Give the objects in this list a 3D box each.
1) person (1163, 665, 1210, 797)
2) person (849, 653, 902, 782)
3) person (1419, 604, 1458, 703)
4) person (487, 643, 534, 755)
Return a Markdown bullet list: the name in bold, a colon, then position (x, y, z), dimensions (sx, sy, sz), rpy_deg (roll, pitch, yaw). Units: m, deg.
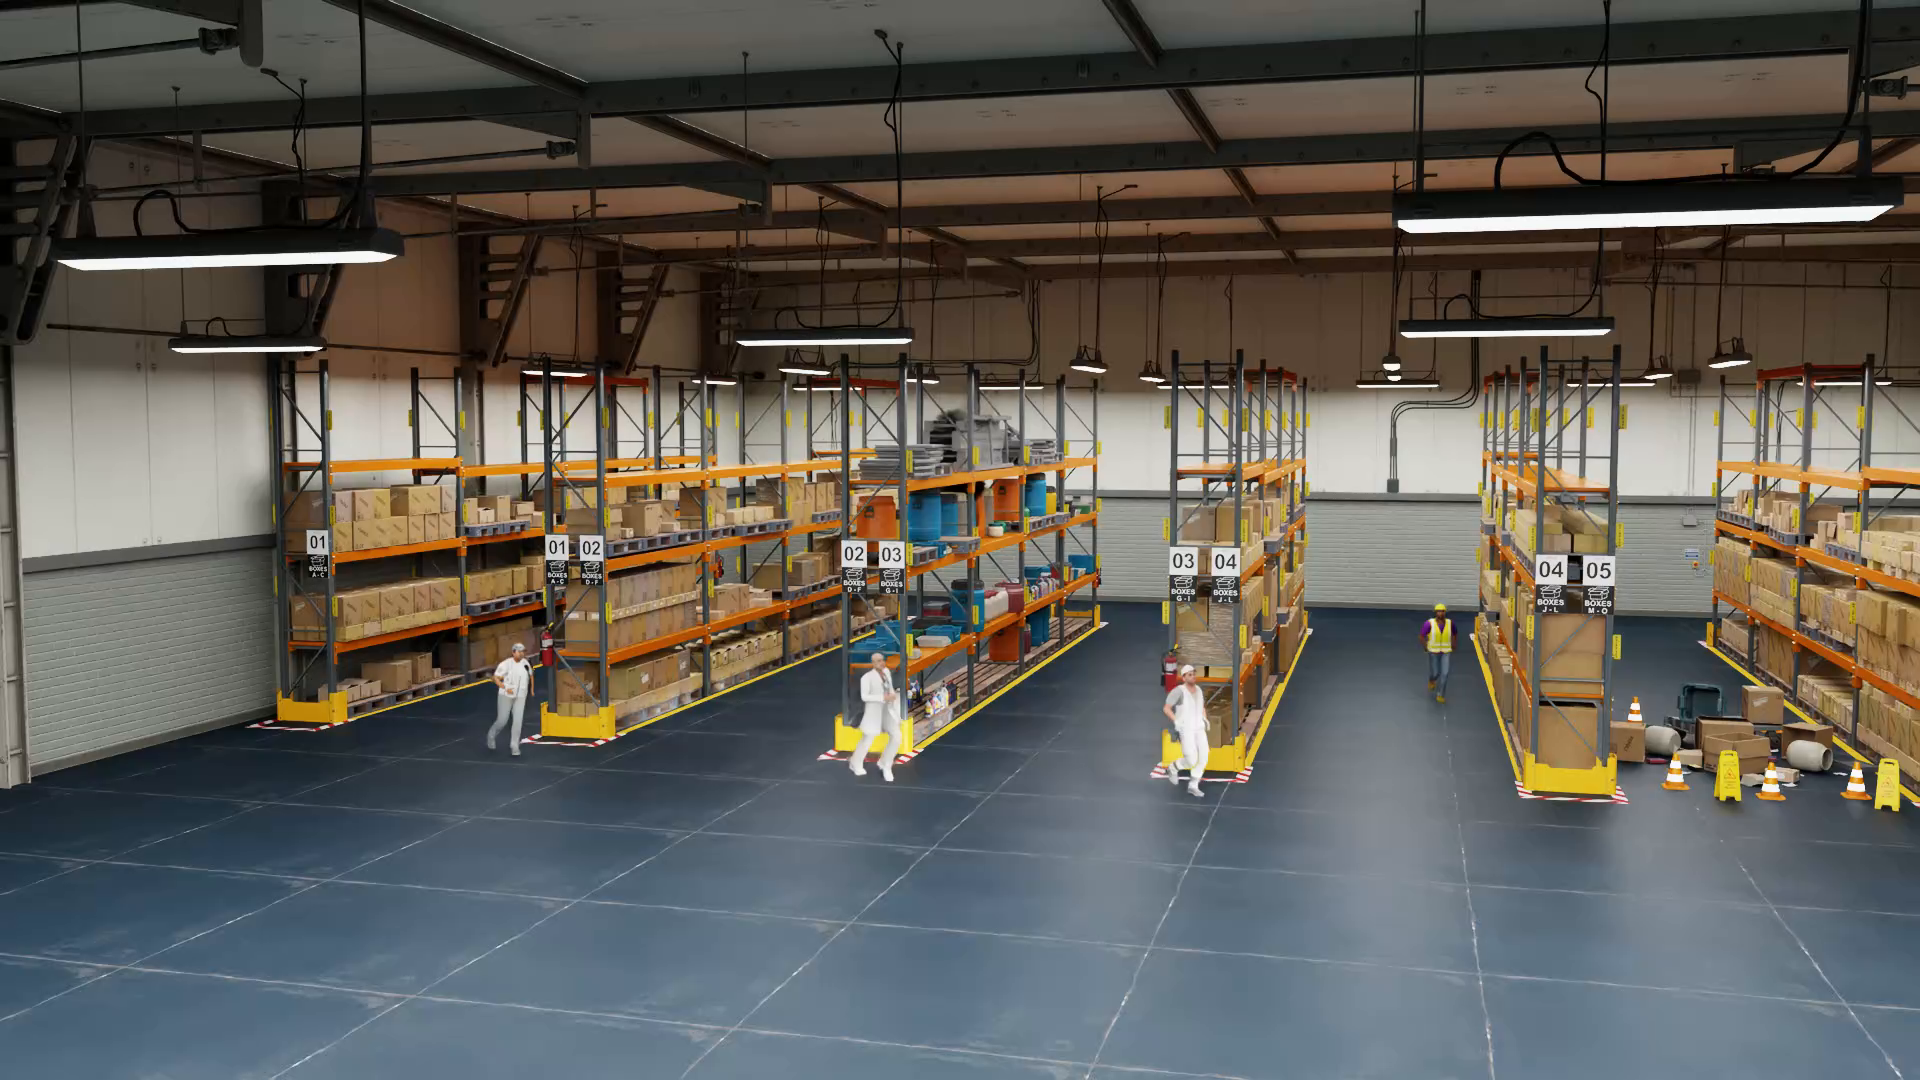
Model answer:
- **person**: position (3.046, 2.538, 22.272), dimensions (0.675, 1.739, 0.621), rpy_deg (-3, 5, -33)
- **person**: position (-1.134, 2.455, 23.129), dimensions (0.730, 1.803, 0.959), rpy_deg (-3, 5, -40)
- **person**: position (8.587, 2.007, 29.786), dimensions (0.698, 1.743, 0.778), rpy_deg (0, 4, 6)
- **person**: position (-6.710, 2.372, 25.092), dimensions (0.685, 1.626, 0.867), rpy_deg (-3, 5, -35)
